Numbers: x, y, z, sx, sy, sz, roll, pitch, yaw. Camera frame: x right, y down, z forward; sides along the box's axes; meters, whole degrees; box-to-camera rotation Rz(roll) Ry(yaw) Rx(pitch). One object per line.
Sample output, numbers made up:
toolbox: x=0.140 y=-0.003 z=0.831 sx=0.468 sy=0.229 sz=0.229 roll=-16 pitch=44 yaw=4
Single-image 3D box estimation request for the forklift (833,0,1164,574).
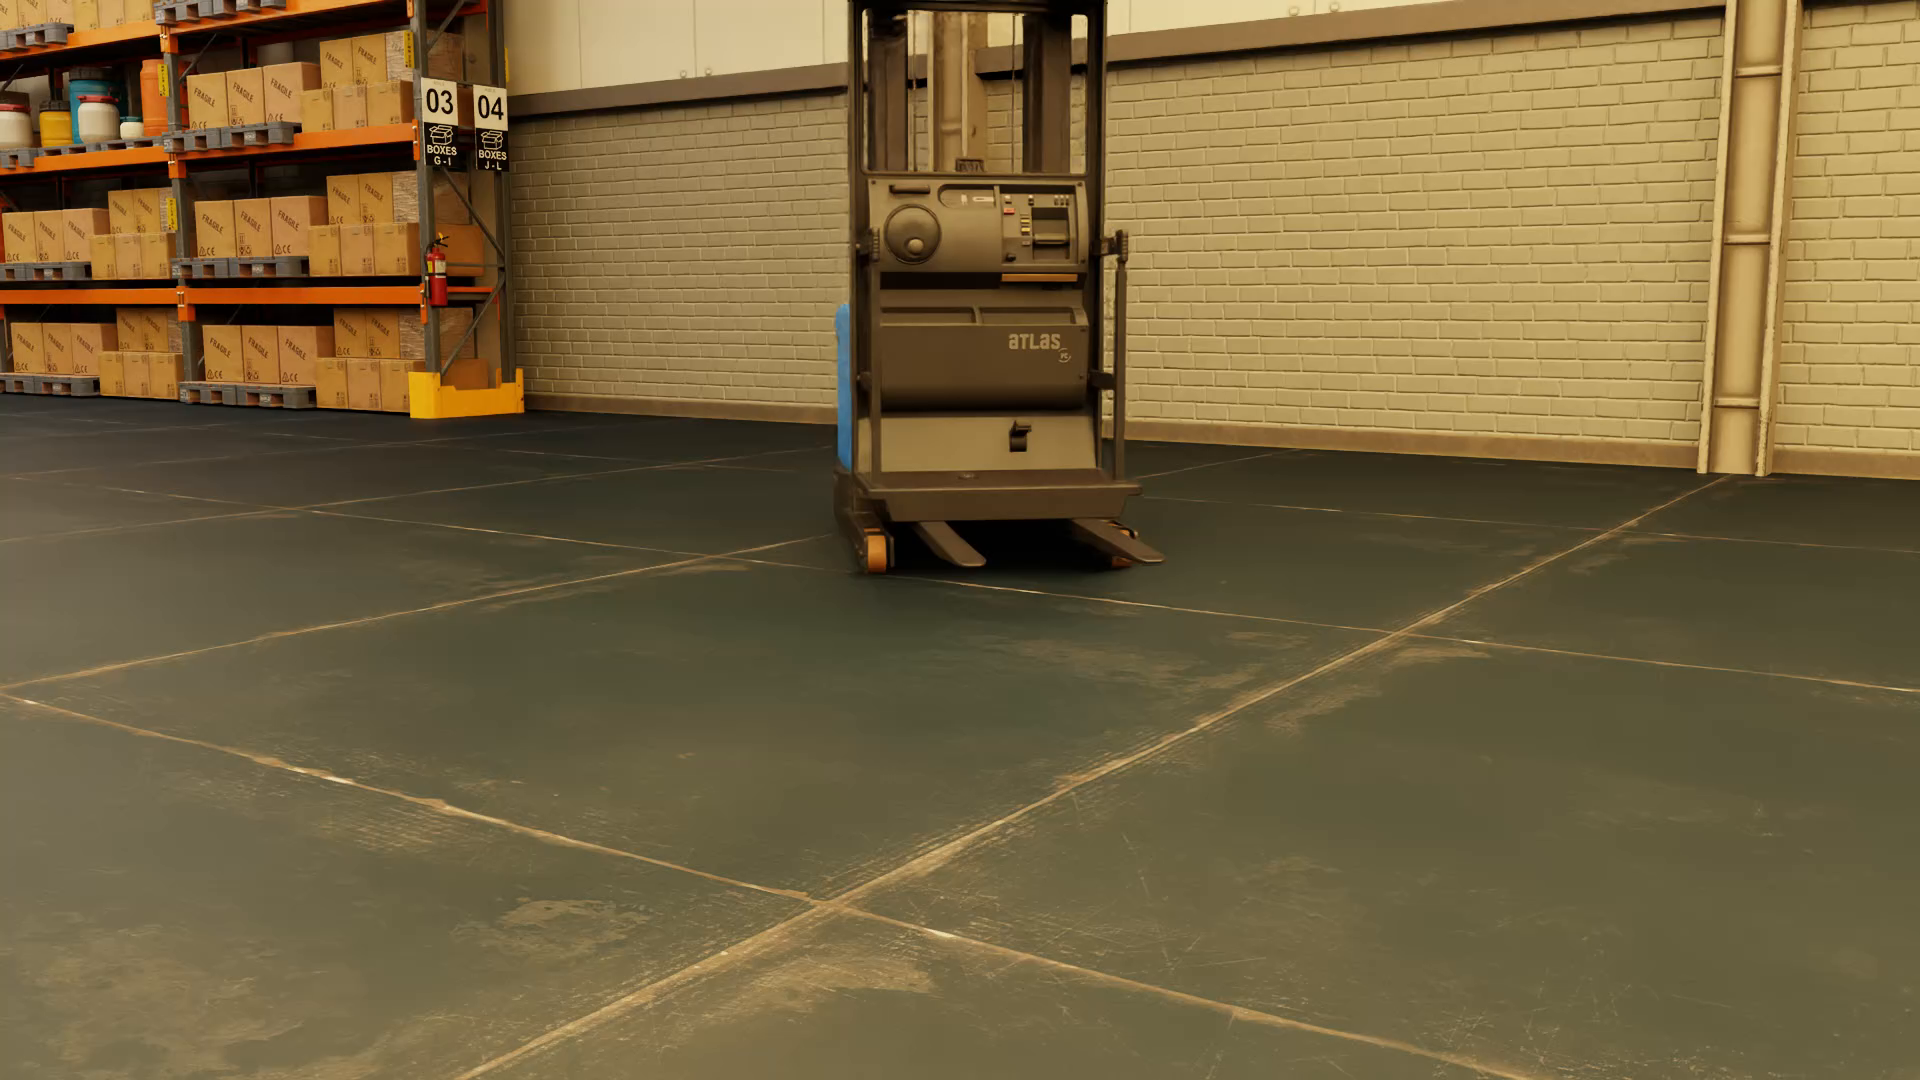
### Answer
forklift: x=0.113 y=-1.365 z=6.792 sx=1.130 sy=2.935 sz=3.031 roll=-1 pitch=8 yaw=-9
